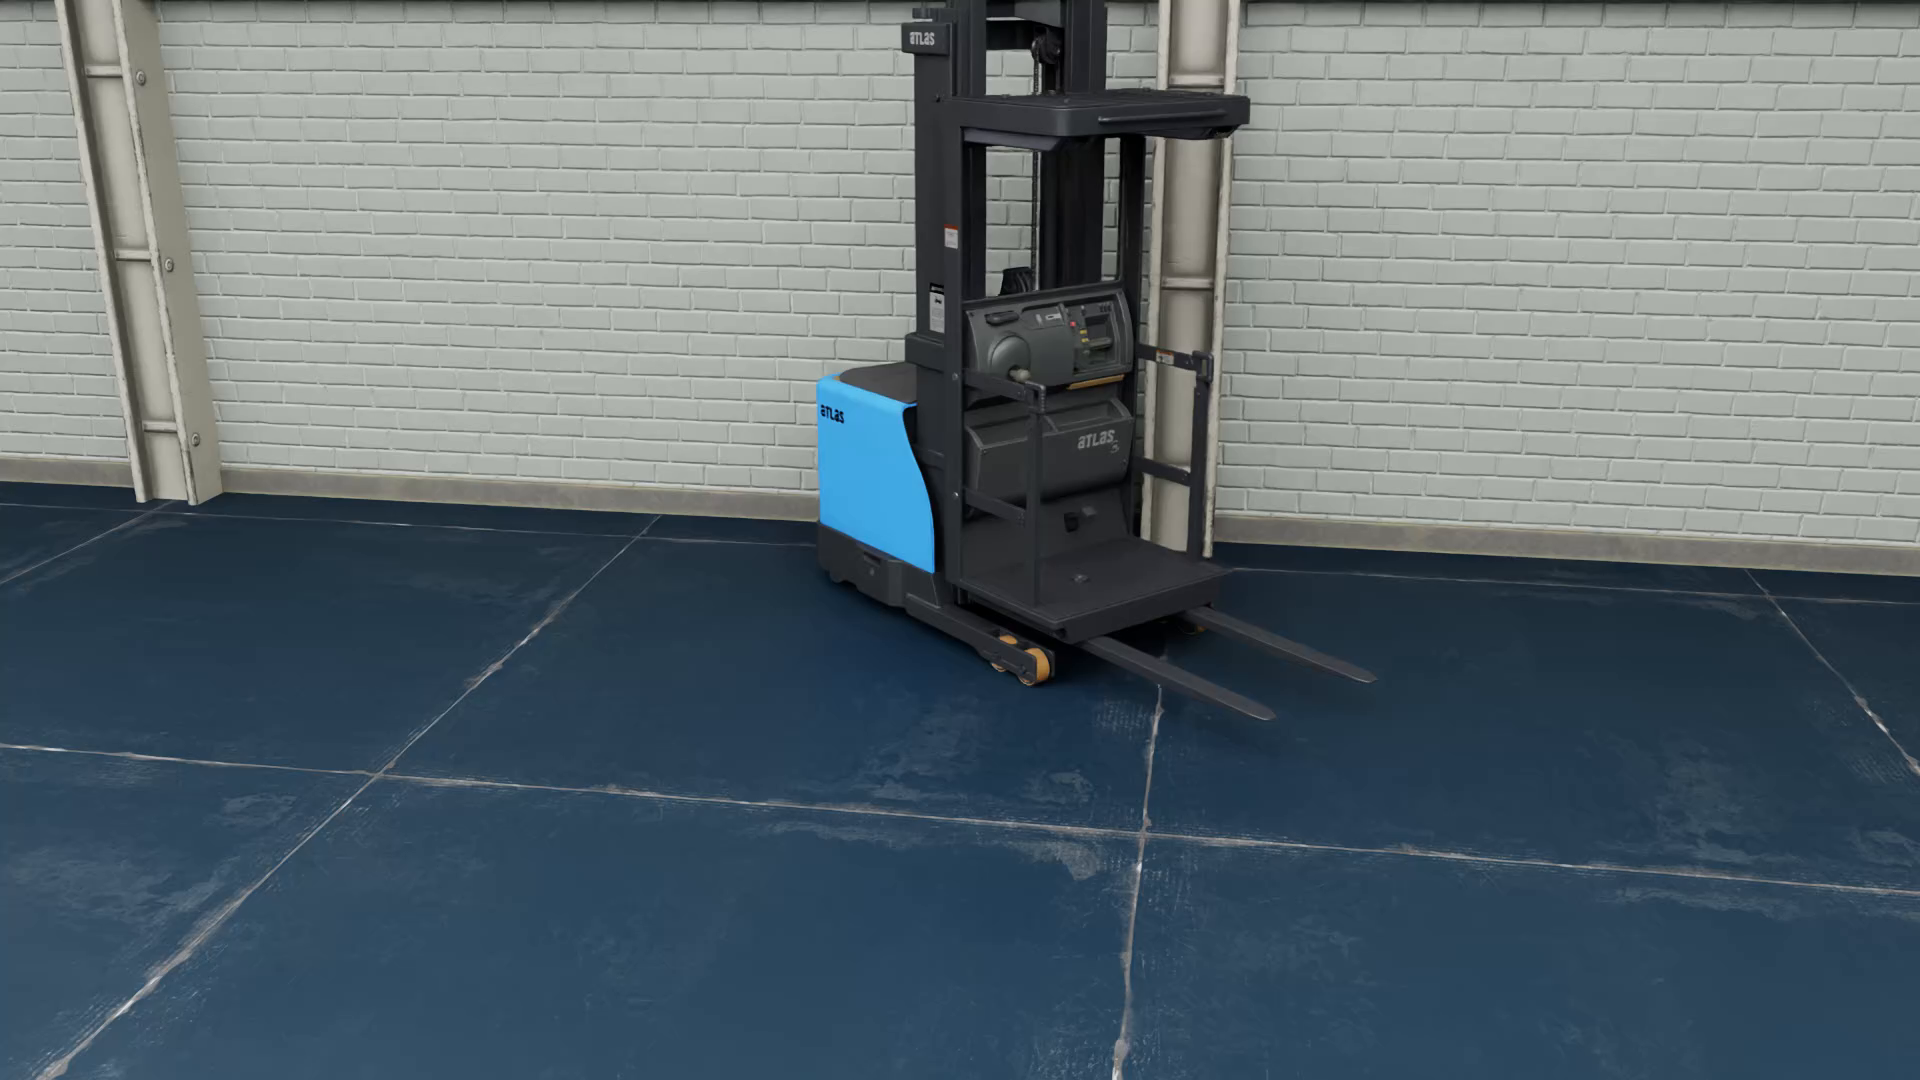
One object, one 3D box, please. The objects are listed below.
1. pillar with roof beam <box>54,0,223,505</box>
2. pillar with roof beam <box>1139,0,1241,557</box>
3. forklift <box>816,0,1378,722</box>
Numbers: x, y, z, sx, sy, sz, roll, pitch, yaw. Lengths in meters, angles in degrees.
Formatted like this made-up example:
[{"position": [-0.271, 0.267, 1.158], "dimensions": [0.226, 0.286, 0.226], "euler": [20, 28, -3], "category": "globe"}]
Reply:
[{"position": [-5.410, -3.185, 4.639], "dimensions": [0.400, 9.000, 9.100], "euler": [3, 19, 9], "category": "pillar with roof beam"}, {"position": [0.514, -2.883, 3.737], "dimensions": [0.400, 9.000, 9.100], "euler": [3, 19, 9], "category": "pillar with roof beam"}, {"position": [0.549, -0.920, 7.434], "dimensions": [1.130, 2.935, 3.031], "euler": [-14, 23, -35], "category": "forklift"}]
